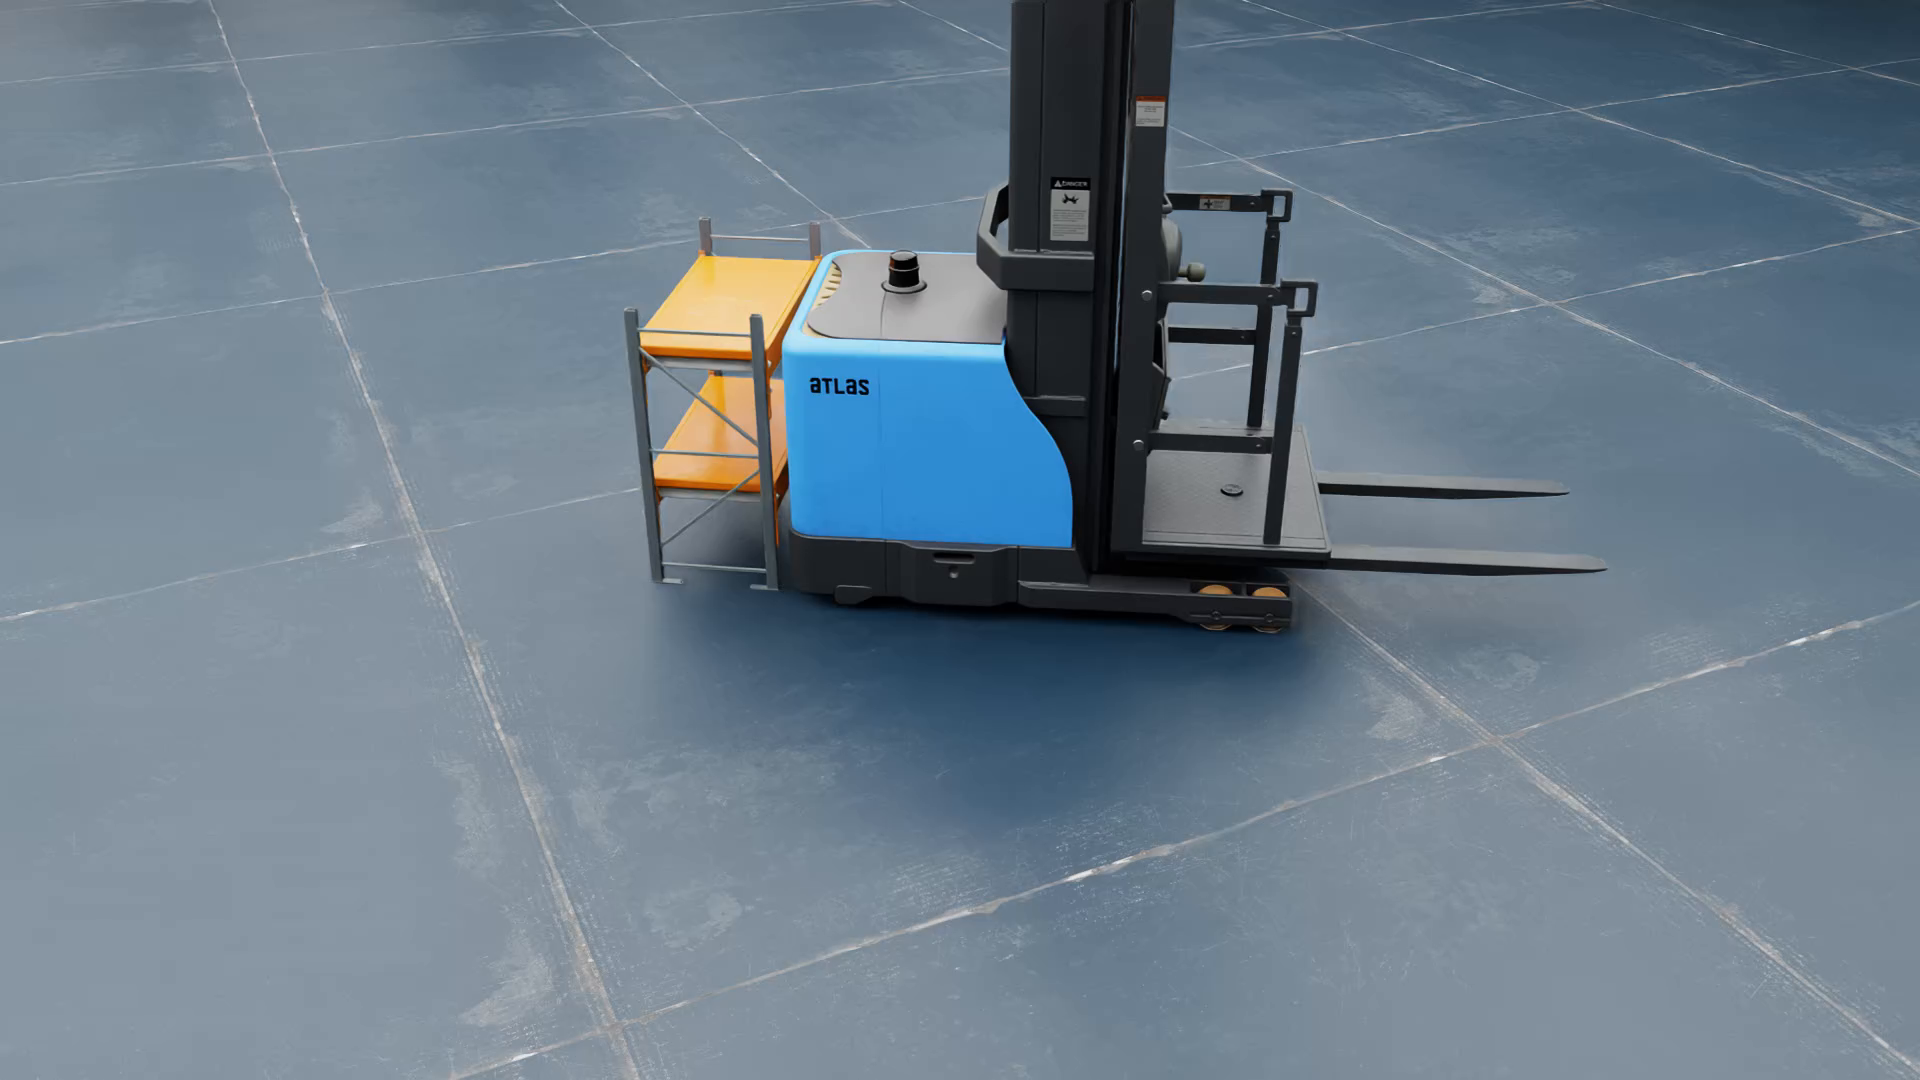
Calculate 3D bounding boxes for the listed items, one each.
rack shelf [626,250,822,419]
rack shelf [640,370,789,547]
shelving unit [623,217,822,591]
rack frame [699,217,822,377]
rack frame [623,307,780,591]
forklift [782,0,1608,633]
[{"bbox_3d":[-0.882,-0.818,6.460,0.538,0.278,1.000,4,29,6],"label":"rack shelf"},{"bbox_3d":[-0.881,-0.350,6.723,0.538,0.278,1.000,4,29,6],"label":"rack shelf"},{"bbox_3d":[-0.881,-0.563,6.603,0.538,1.125,1.048,4,29,6],"label":"shelving unit"},{"bbox_3d":[-0.817,-0.810,7.043,0.500,1.125,0.032,4,29,6],"label":"rack frame"},{"bbox_3d":[-0.946,-0.316,6.164,0.500,1.125,0.032,4,29,6],"label":"rack frame"},{"bbox_3d":[0.904,-1.208,5.907,3.031,2.935,1.130,3,29,5],"label":"forklift"}]
